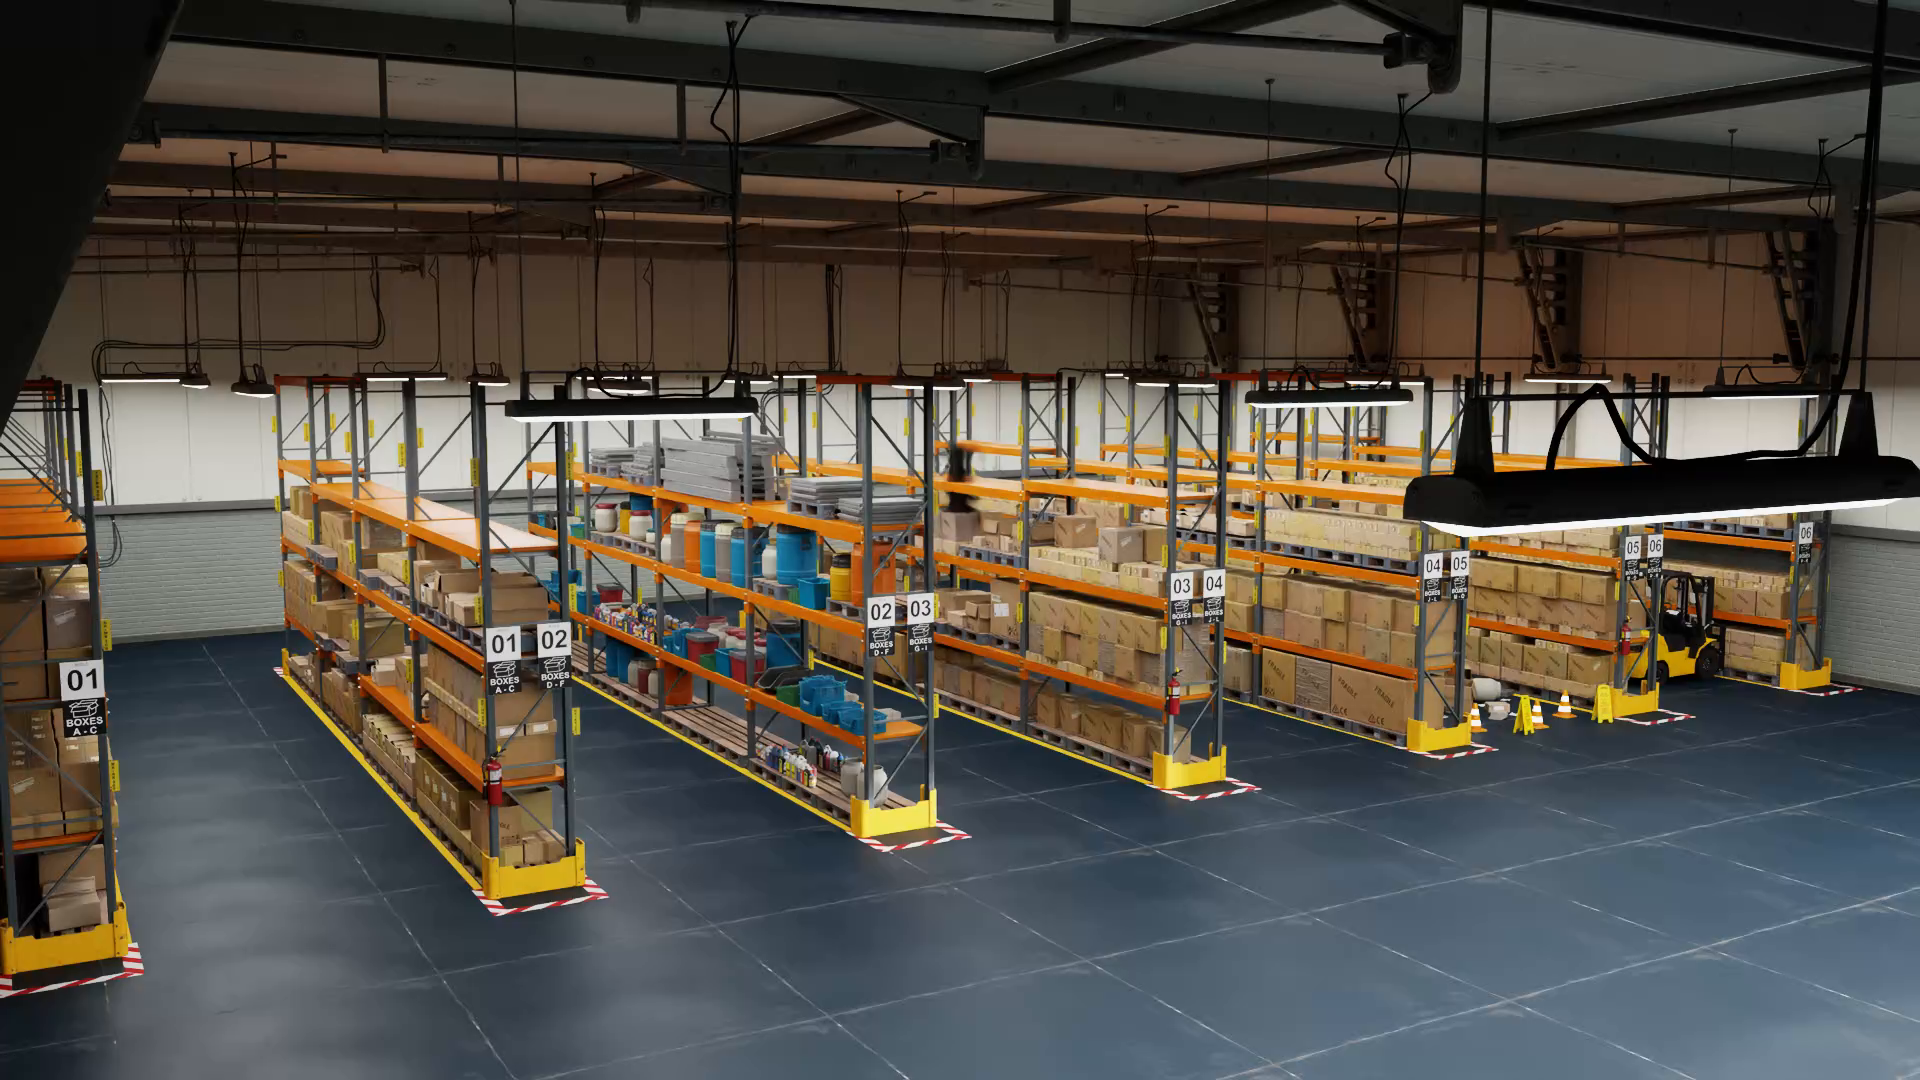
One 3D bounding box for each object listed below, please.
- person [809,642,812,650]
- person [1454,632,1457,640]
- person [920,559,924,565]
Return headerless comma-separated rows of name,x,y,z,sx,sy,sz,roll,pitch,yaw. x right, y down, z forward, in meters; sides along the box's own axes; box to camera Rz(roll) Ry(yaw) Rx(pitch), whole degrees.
person,-2.857,2.302,29.216,0.597,1.704,0.790,-5,8,-39
person,10.640,1.631,35.209,0.651,1.737,0.791,-4,8,-34
person,-0.806,1.225,38.624,0.546,1.663,0.832,-3,7,-23
